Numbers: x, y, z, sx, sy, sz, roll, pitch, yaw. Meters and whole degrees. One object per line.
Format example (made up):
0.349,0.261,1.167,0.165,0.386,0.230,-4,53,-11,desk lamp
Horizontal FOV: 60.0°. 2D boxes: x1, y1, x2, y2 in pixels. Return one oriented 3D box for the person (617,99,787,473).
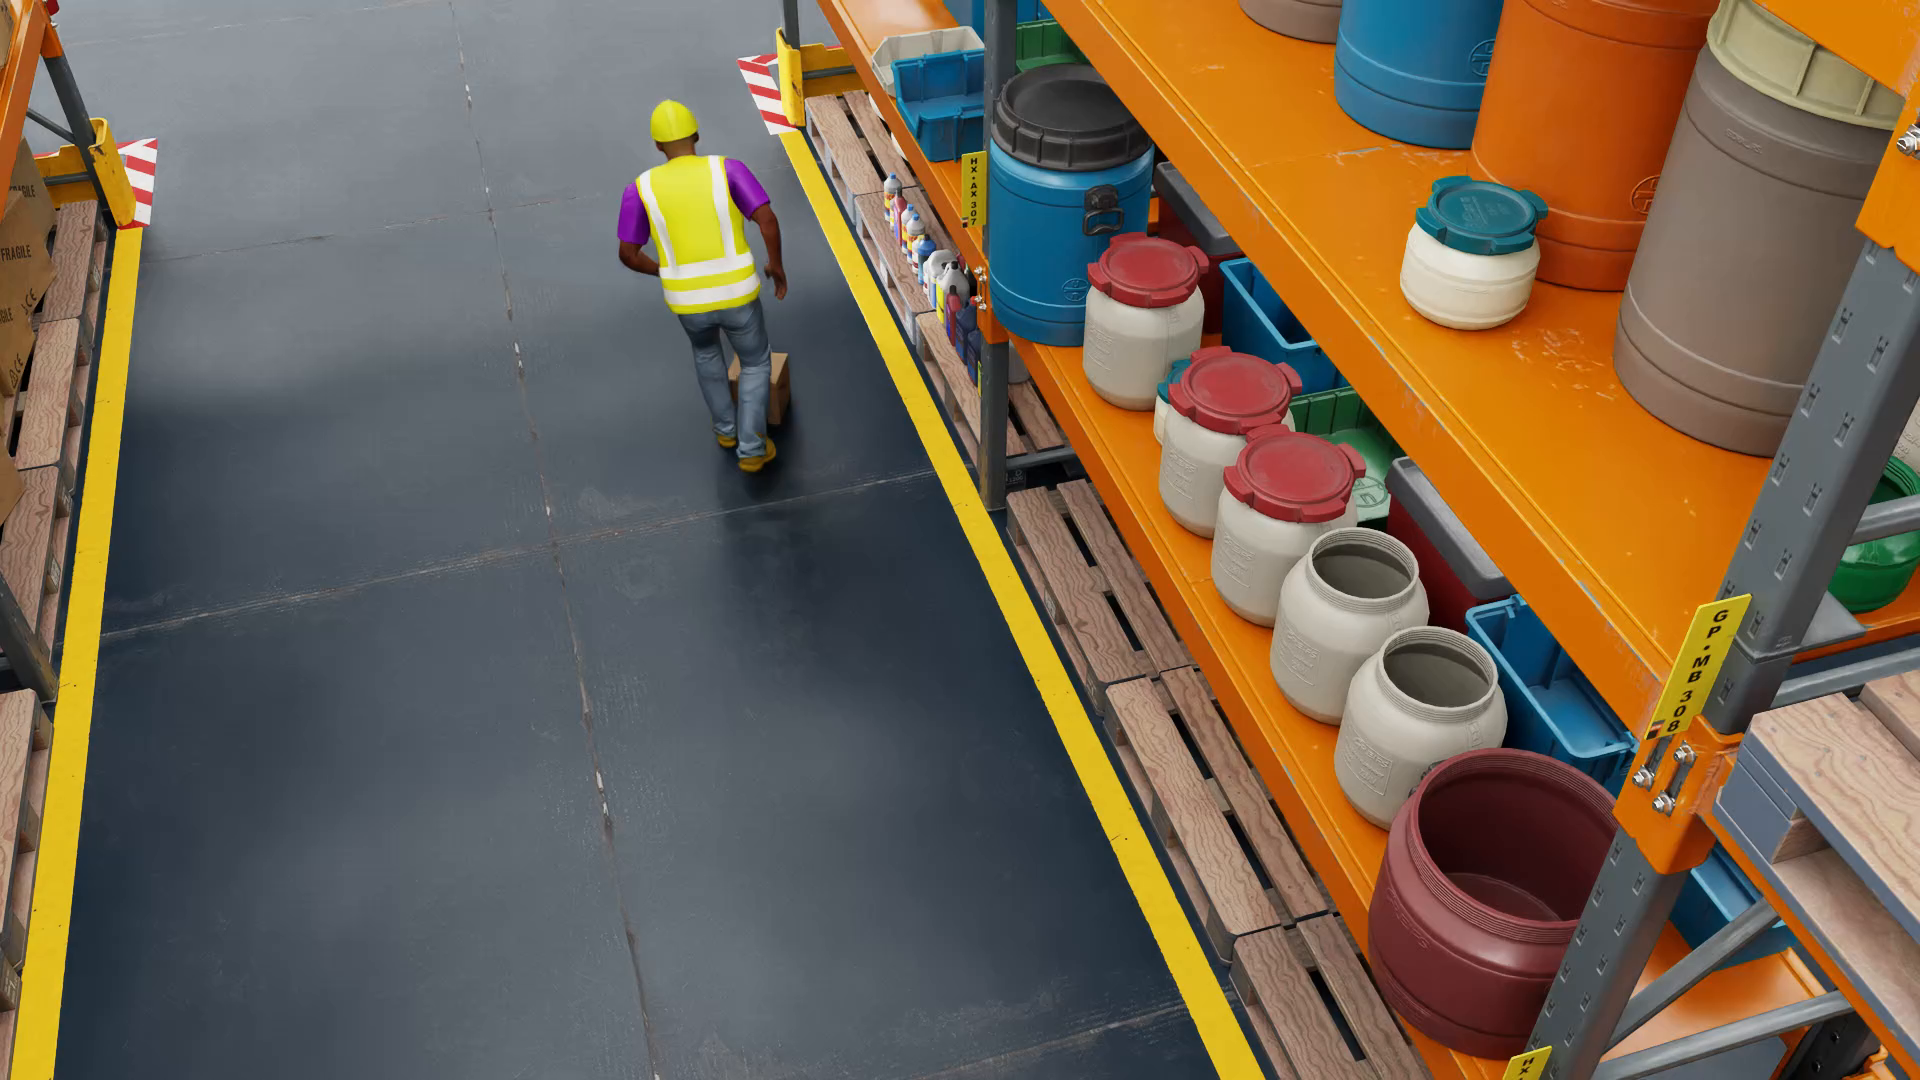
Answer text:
-1.137,-1.105,7.482,0.725,1.621,0.870,-5,42,-5,person
